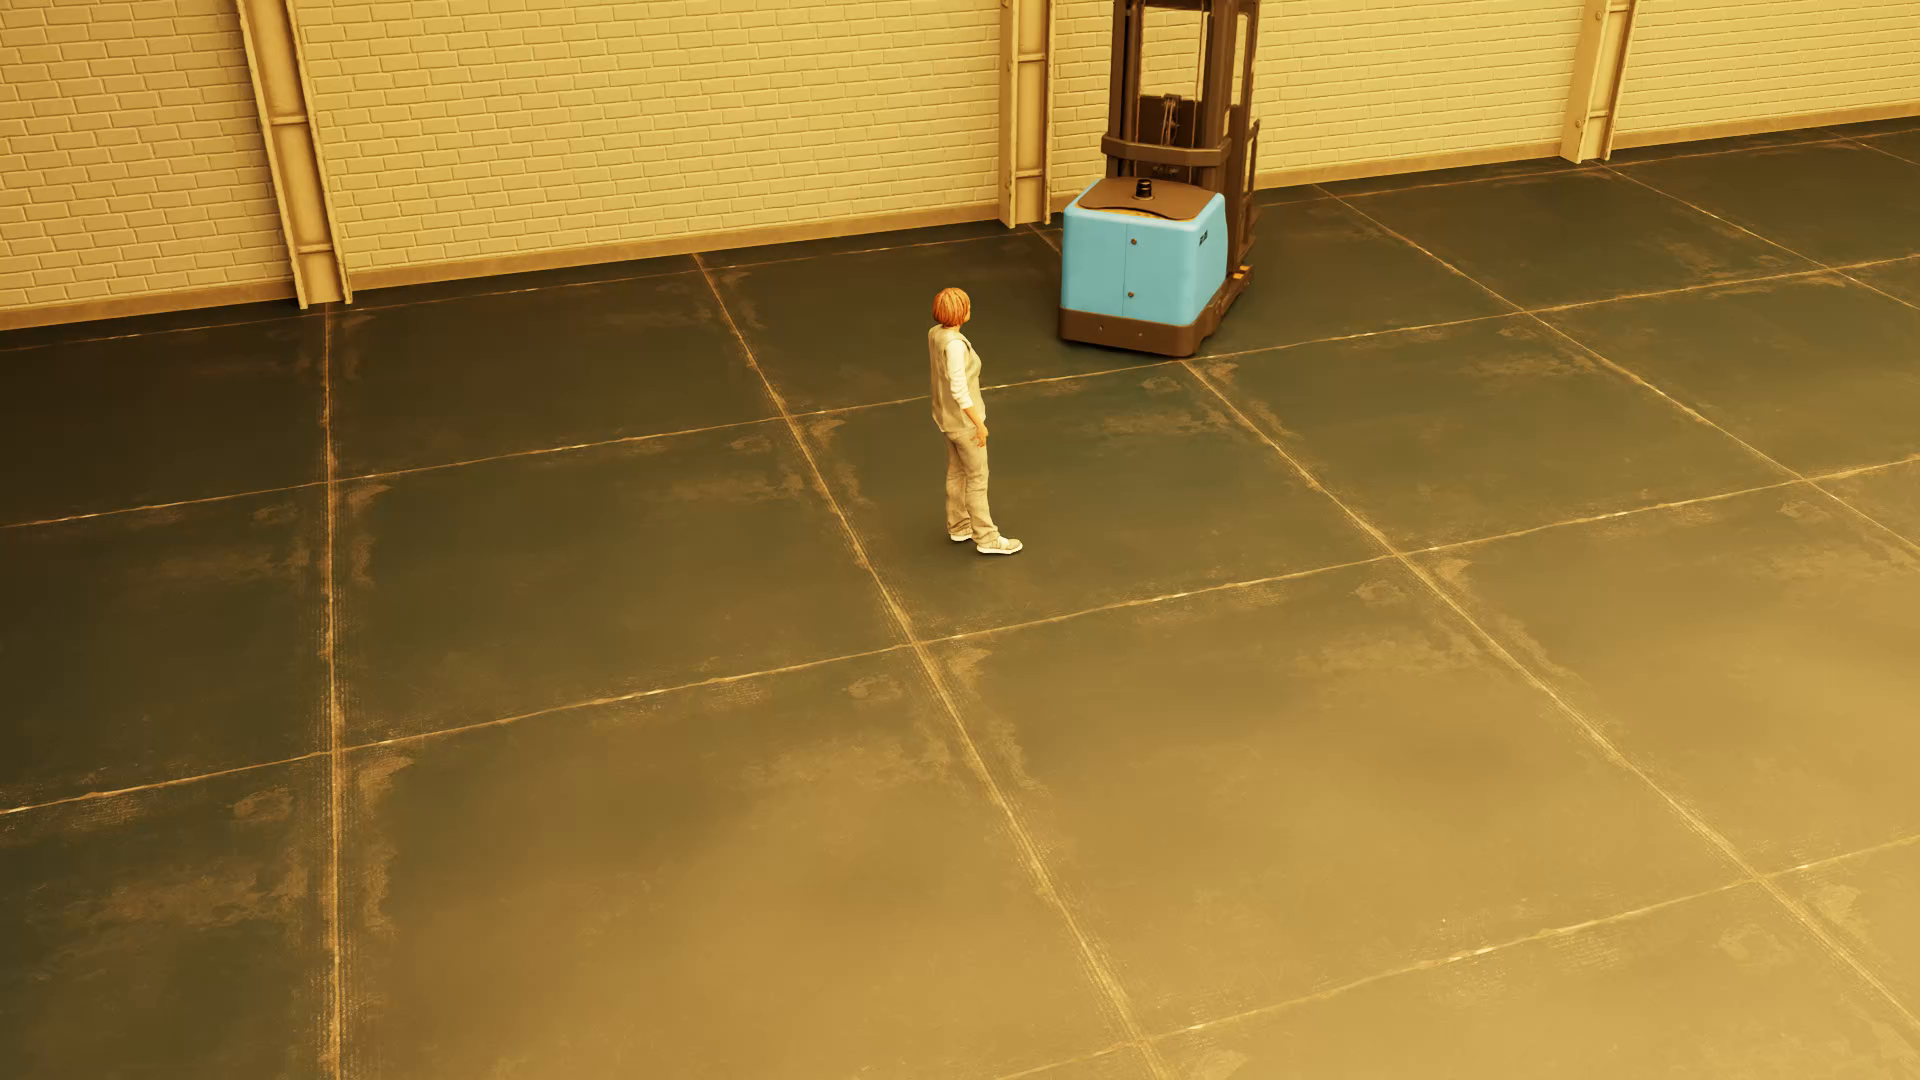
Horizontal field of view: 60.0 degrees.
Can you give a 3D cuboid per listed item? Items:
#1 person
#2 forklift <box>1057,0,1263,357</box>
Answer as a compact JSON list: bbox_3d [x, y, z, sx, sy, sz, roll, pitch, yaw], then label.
[{"bbox_3d":[0.074,-0.703,9.633,0.475,1.596,0.521,-10,31,-16],"label":"person"},{"bbox_3d":[1.762,-3.336,12.885,1.130,2.935,3.031,11,32,19],"label":"forklift"}]
